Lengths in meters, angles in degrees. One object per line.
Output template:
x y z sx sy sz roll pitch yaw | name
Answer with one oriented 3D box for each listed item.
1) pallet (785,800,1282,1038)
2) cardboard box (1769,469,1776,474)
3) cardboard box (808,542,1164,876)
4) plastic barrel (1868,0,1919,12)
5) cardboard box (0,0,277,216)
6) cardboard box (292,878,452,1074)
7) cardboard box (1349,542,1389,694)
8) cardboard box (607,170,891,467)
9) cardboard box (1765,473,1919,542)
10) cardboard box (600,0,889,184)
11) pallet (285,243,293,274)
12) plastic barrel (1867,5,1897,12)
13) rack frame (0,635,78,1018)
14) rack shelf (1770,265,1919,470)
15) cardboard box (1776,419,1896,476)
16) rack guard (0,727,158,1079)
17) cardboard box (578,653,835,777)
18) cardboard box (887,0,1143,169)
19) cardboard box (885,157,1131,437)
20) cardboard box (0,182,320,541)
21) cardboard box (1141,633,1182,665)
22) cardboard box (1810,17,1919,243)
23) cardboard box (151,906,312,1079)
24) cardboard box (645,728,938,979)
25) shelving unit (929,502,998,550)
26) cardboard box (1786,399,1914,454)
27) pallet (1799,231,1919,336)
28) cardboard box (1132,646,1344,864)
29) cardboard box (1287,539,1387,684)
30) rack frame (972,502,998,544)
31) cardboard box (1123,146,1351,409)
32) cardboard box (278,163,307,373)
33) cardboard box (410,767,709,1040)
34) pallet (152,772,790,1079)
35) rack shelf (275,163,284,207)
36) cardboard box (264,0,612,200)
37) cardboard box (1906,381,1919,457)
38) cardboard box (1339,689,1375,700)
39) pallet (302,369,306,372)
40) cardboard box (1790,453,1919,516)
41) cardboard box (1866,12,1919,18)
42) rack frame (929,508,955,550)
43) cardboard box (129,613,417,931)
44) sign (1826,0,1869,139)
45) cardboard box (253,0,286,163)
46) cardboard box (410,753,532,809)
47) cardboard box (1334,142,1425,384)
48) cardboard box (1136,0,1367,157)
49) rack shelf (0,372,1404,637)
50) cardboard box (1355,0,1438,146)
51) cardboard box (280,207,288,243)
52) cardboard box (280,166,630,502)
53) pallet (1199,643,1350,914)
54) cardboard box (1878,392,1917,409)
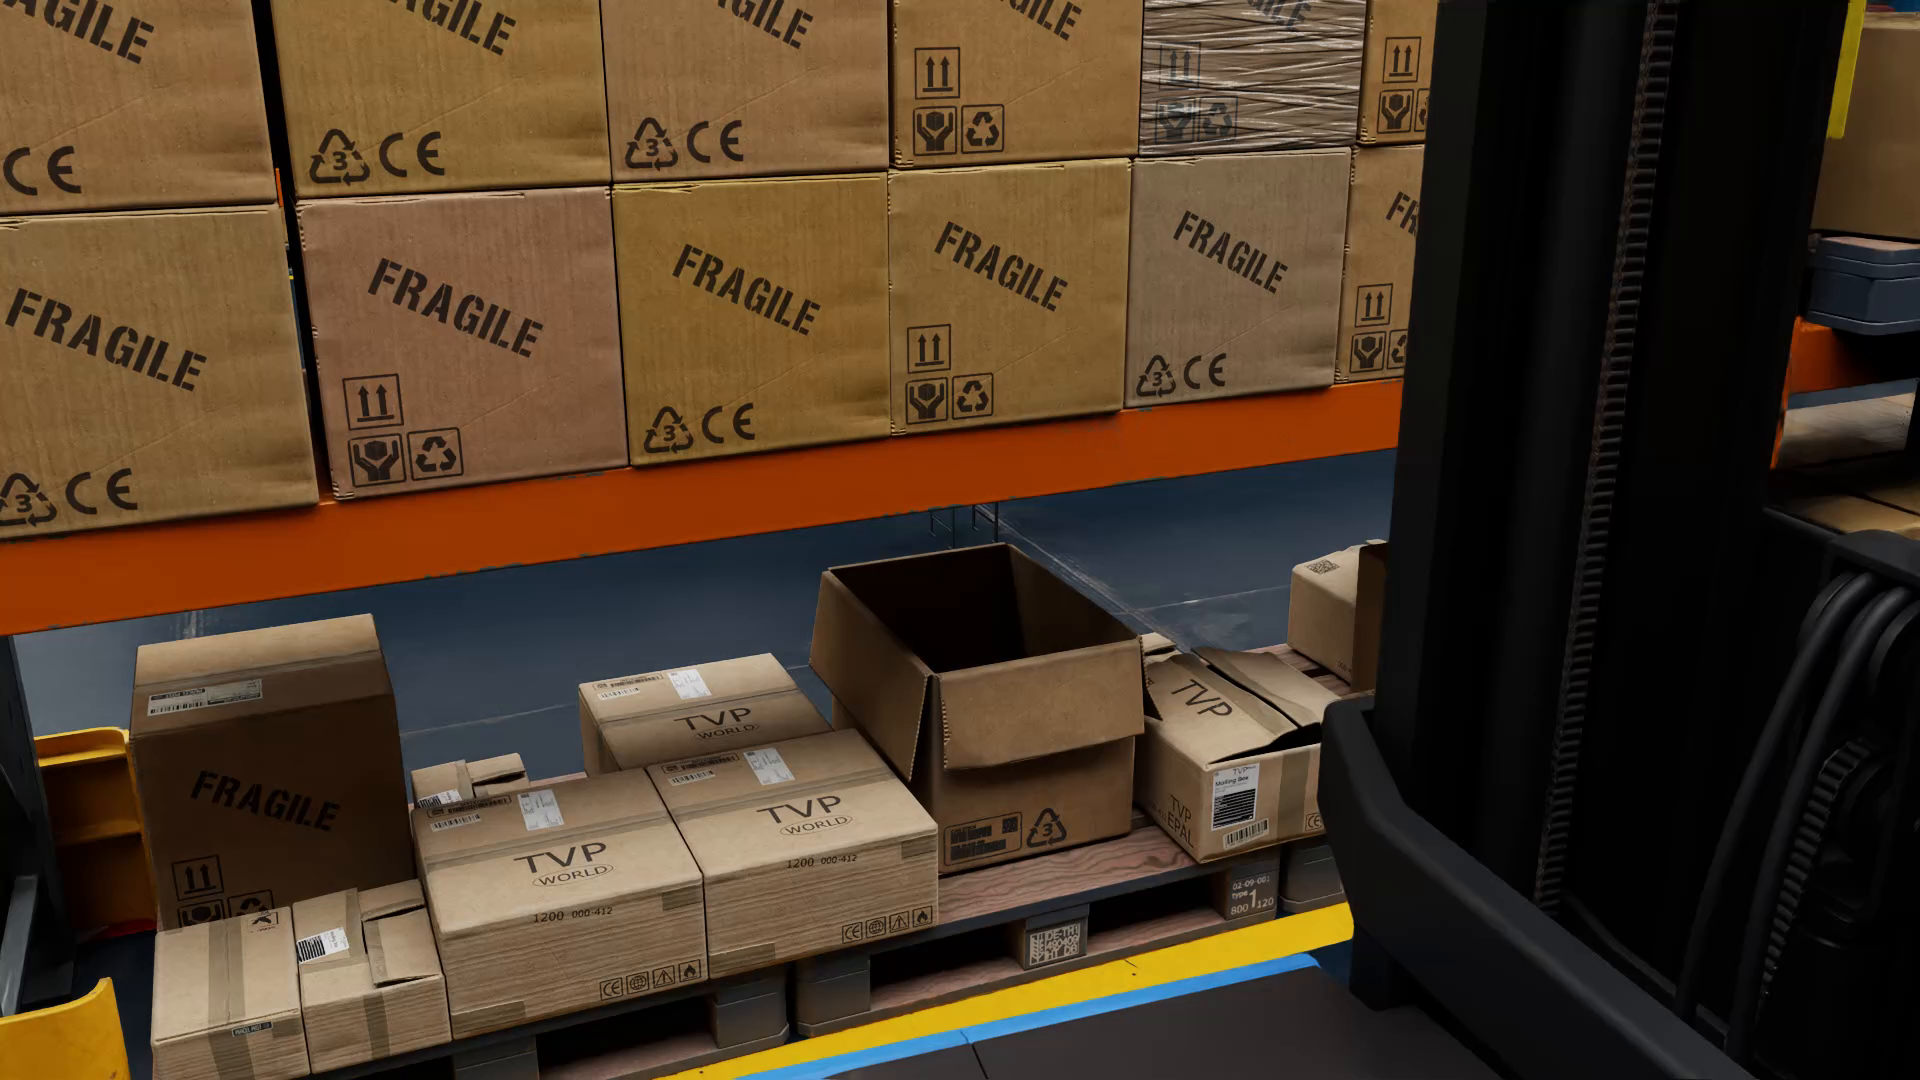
0.018 0.729 4.134 1.213 0.211 1.003 -8 21 -22 | pallet
2.111 -0.019 5.161 0.500 0.500 0.500 -8 21 -22 | cardboard box
0.048 0.380 4.022 0.637 0.503 0.797 -8 21 -22 | cardboard box
6.684 -3.680 11.702 0.708 0.901 0.600 -8 21 -22 | plastic barrel
-1.390 -0.809 2.647 0.500 0.500 0.500 -7 21 -20 | cardboard box
-1.151 0.834 3.242 0.250 0.166 0.380 -8 21 -22 | cardboard box
1.360 0.295 4.270 0.500 0.500 0.500 -8 21 -22 | cardboard box
-0.456 -0.472 3.195 0.500 0.500 0.500 -8 21 -22 | cardboard box
2.312 0.144 4.698 0.500 0.500 0.500 -9 21 -24 | cardboard box
-0.451 -0.944 3.031 0.500 0.500 0.500 -8 21 -21 | cardboard box
-5.119 -2.147 12.303 1.213 0.211 1.003 -8 21 -22 | pallet
6.193 -3.407 11.477 0.433 0.535 0.433 0 19 0 | plastic barrel
-1.902 -0.312 2.892 0.127 3.000 1.000 -8 21 -22 | rack frame
3.608 -0.762 5.253 4.000 0.370 1.077 -8 21 -22 | rack shelf
2.568 -0.082 5.339 0.500 0.500 0.500 -8 21 -22 | cardboard box
-1.832 0.857 3.336 0.348 0.500 1.175 -8 21 -22 | rack guard
-0.616 0.515 4.021 0.500 0.250 0.500 -8 21 -22 | cardboard box
0.015 -1.011 3.222 0.500 0.500 0.500 -8 21 -22 | cardboard box
0.004 -0.537 3.381 0.500 0.500 0.500 -8 21 -21 | cardboard box
-1.390 -0.337 2.813 0.500 0.500 0.500 -8 21 -21 | cardboard box
0.510 0.397 4.483 0.250 0.166 0.380 -8 21 -22 | cardboard box
2.295 -1.078 4.283 0.500 0.500 0.700 -17 26 -40 | cardboard box
-1.381 0.875 3.151 0.250 0.149 0.380 -8 21 -22 | cardboard box
-0.372 0.661 3.607 0.500 0.250 0.500 -8 21 -22 | cardboard box
0.013 -0.568 6.328 0.189 1.200 0.258 -8 21 -22 | shelving unit
3.029 -0.147 5.526 0.500 0.500 0.500 -8 21 -21 | cardboard box
2.548 -0.820 4.622 1.213 0.211 1.003 -8 21 -22 | pallet
0.672 0.482 4.021 0.500 0.311 0.500 -8 21 -22 | cardboard box
1.300 0.212 4.791 0.500 0.311 0.500 -8 21 -22 | cardboard box
0.097 -0.580 6.362 0.006 1.200 0.240 -8 21 -22 | rack frame
0.470 -0.605 3.573 0.500 0.500 0.500 -8 21 -21 | cardboard box
-1.123 -0.571 3.475 0.500 0.500 0.500 -8 21 -21 | cardboard box
-0.831 0.726 3.420 0.500 0.250 0.500 -8 21 -22 | cardboard box
-1.100 0.888 3.682 1.213 0.211 1.003 -8 21 -22 | pallet
-2.024 -1.747 8.050 4.000 0.370 1.077 -8 21 -22 | rack shelf
-0.913 -0.880 2.849 0.500 0.500 0.500 -8 21 -21 | cardboard box
3.230 -0.341 4.947 0.500 0.250 0.500 -8 21 -22 | cardboard box
1.040 0.528 4.136 0.250 0.149 0.380 -8 21 -22 | cardboard box
-3.088 -0.605 7.921 1.213 0.211 1.003 -8 21 -22 | pallet
2.797 0.070 4.907 0.500 0.500 0.500 -8 21 -21 | cardboard box
2.901 -1.188 4.595 0.500 0.500 0.700 -5 20 -13 | cardboard box
-0.071 -0.556 6.294 0.006 1.200 0.240 -8 21 -22 | rack frame
-1.500 0.513 3.651 0.500 0.500 0.500 -8 21 -22 | cardboard box
1.993 -1.082 3.776 0.005 0.325 0.100 -8 21 -22 | sign
-1.138 -1.040 3.303 0.500 0.500 0.500 -8 21 -20 | cardboard box
-1.092 0.644 3.779 0.250 0.166 0.380 -8 21 -22 | cardboard box
0.941 -0.673 3.767 0.500 0.500 0.500 -8 21 -20 | cardboard box
0.477 -1.077 3.409 0.500 0.500 0.500 -8 21 -21 | cardboard box
-0.065 -0.236 3.759 4.000 0.370 1.077 -8 21 -22 | rack shelf
0.940 -1.143 3.597 0.500 0.500 0.500 -9 21 -23 | cardboard box
-5.266 -2.638 12.065 0.875 0.875 0.875 -8 21 -22 | cardboard box
-0.918 -0.407 3.010 0.500 0.500 0.500 -8 21 -22 | cardboard box
1.140 0.567 4.594 1.213 0.211 1.003 -8 21 -22 | pallet
3.495 -0.215 5.718 0.500 0.500 0.500 -9 21 -24 | cardboard box
